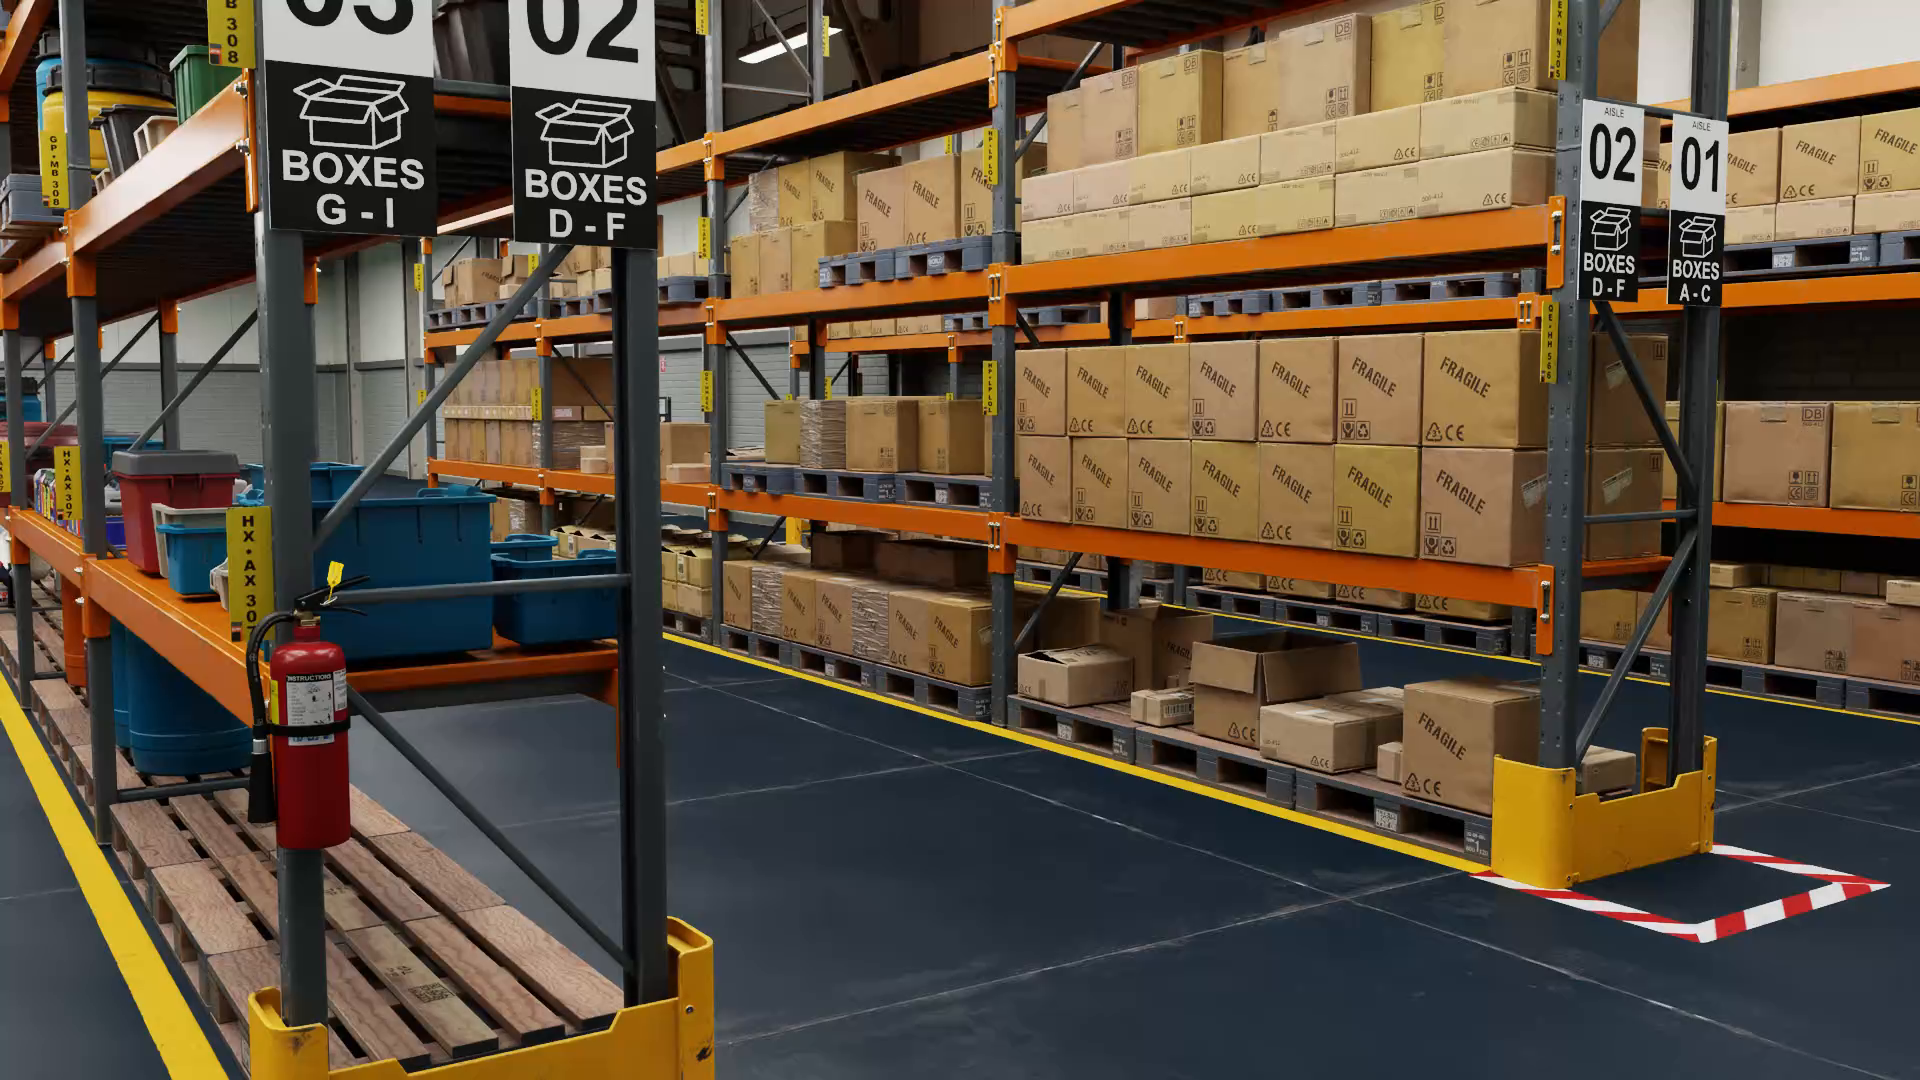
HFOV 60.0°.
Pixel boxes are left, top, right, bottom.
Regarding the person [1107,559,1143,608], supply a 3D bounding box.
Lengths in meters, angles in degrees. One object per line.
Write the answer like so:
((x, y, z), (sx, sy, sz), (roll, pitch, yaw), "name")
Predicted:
((1.427, -0.028, 14.434), (0.416, 1.657, 0.513), (-3, 6, -34), "person")
